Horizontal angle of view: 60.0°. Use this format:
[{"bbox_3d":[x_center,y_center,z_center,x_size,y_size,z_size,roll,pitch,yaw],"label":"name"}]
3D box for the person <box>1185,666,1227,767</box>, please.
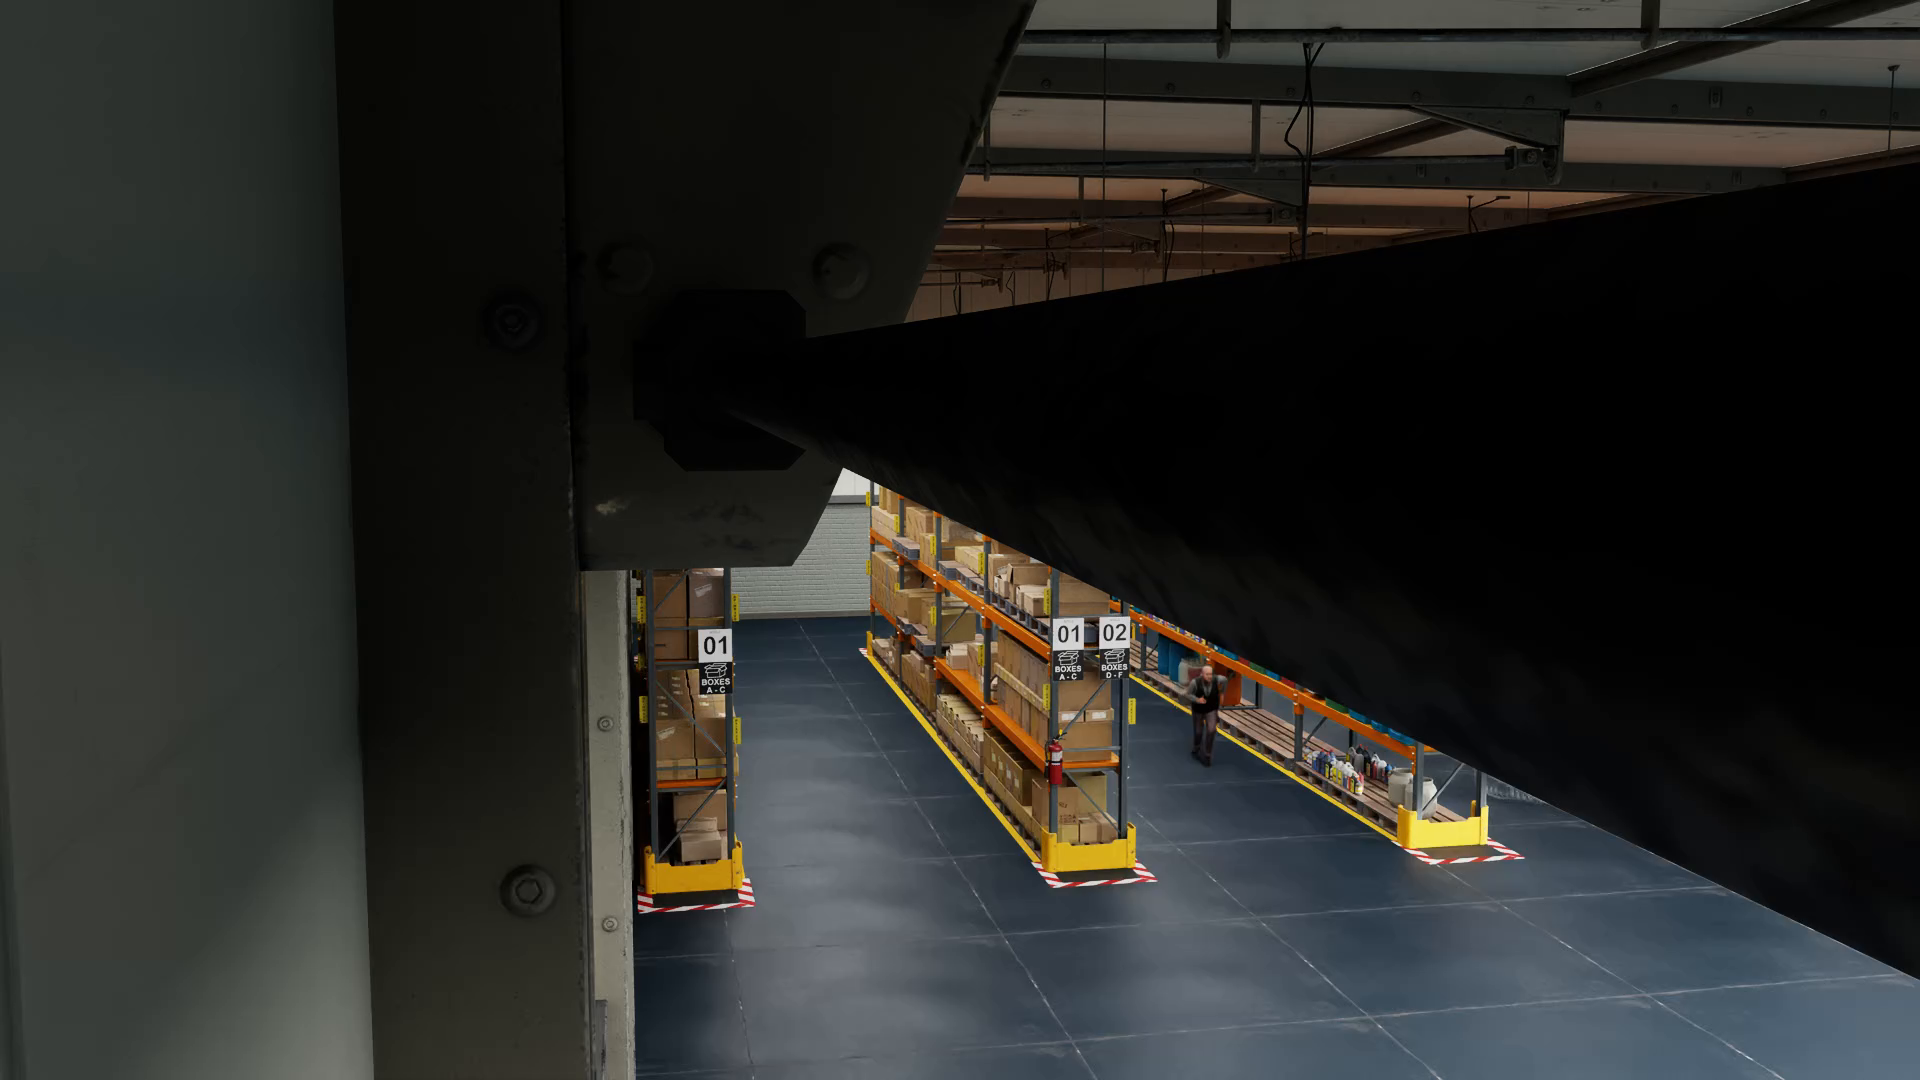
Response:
[{"bbox_3d":[3.918,2.779,26.591,0.697,1.671,0.992,0,6,-1],"label":"person"}]
